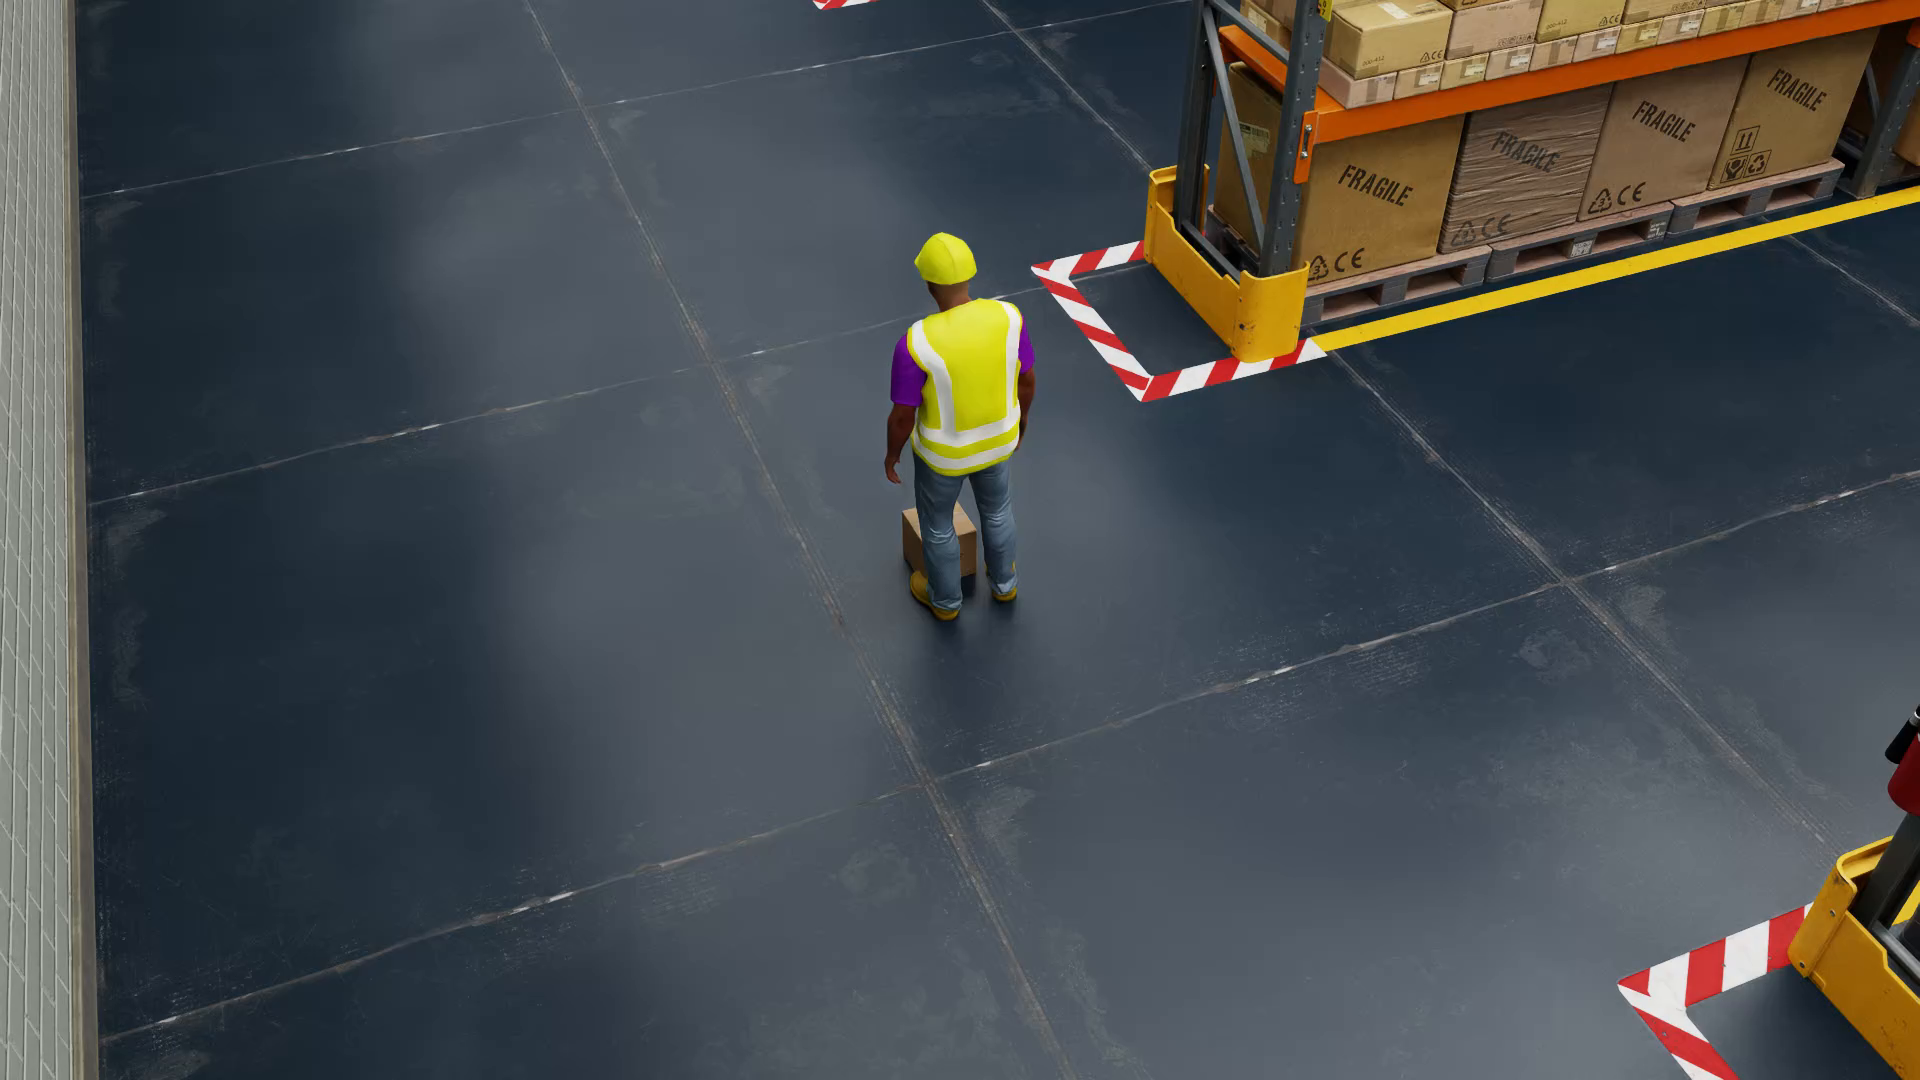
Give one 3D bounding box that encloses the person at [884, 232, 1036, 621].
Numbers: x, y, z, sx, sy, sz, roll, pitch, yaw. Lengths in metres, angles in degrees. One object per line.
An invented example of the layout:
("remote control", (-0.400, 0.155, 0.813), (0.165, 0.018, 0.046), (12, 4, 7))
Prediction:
("person", (-0.002, -0.417, 6.616), (0.637, 1.761, 0.455), (-17, 44, -18))
